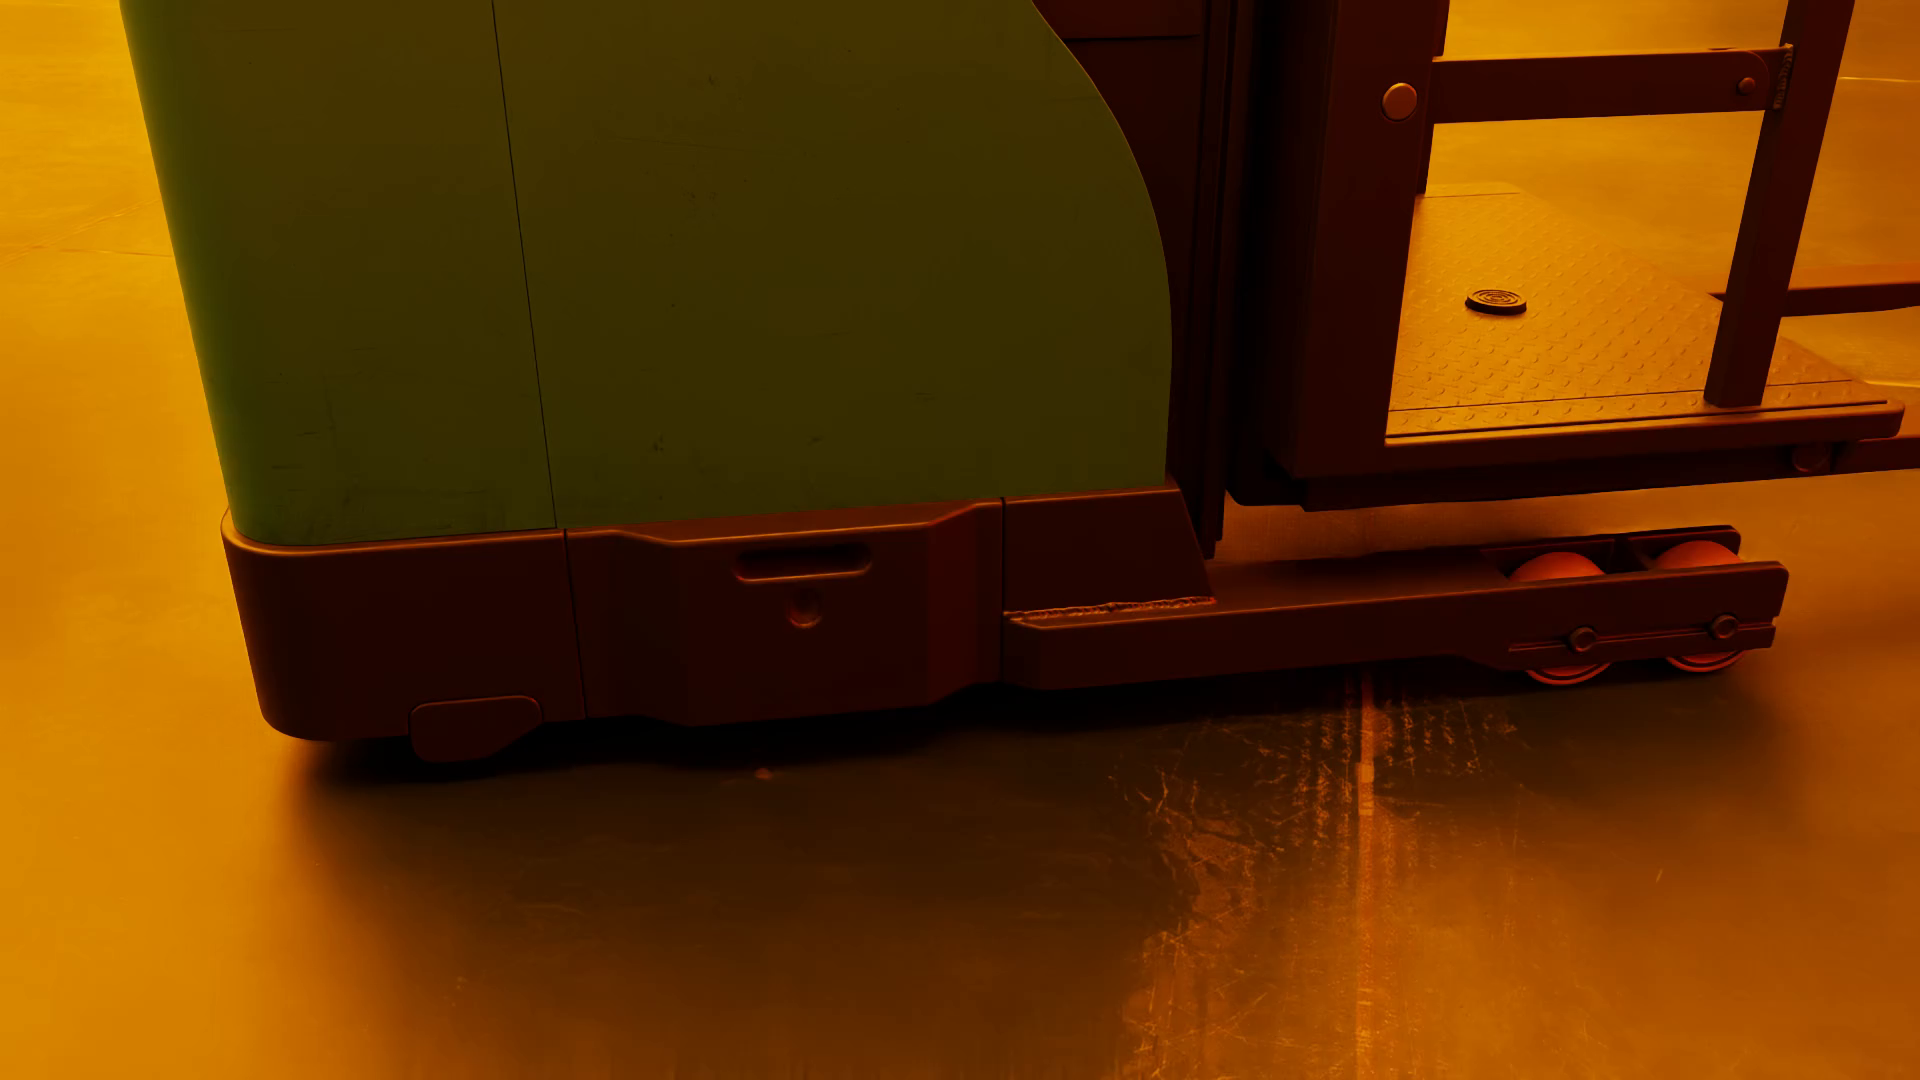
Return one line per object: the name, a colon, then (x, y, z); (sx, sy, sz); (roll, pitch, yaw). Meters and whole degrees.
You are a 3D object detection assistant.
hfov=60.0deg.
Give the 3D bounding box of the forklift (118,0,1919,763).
forklift: (0.600, -1.354, 1.930); (3.031, 2.935, 1.130); (-4, 27, -9)
